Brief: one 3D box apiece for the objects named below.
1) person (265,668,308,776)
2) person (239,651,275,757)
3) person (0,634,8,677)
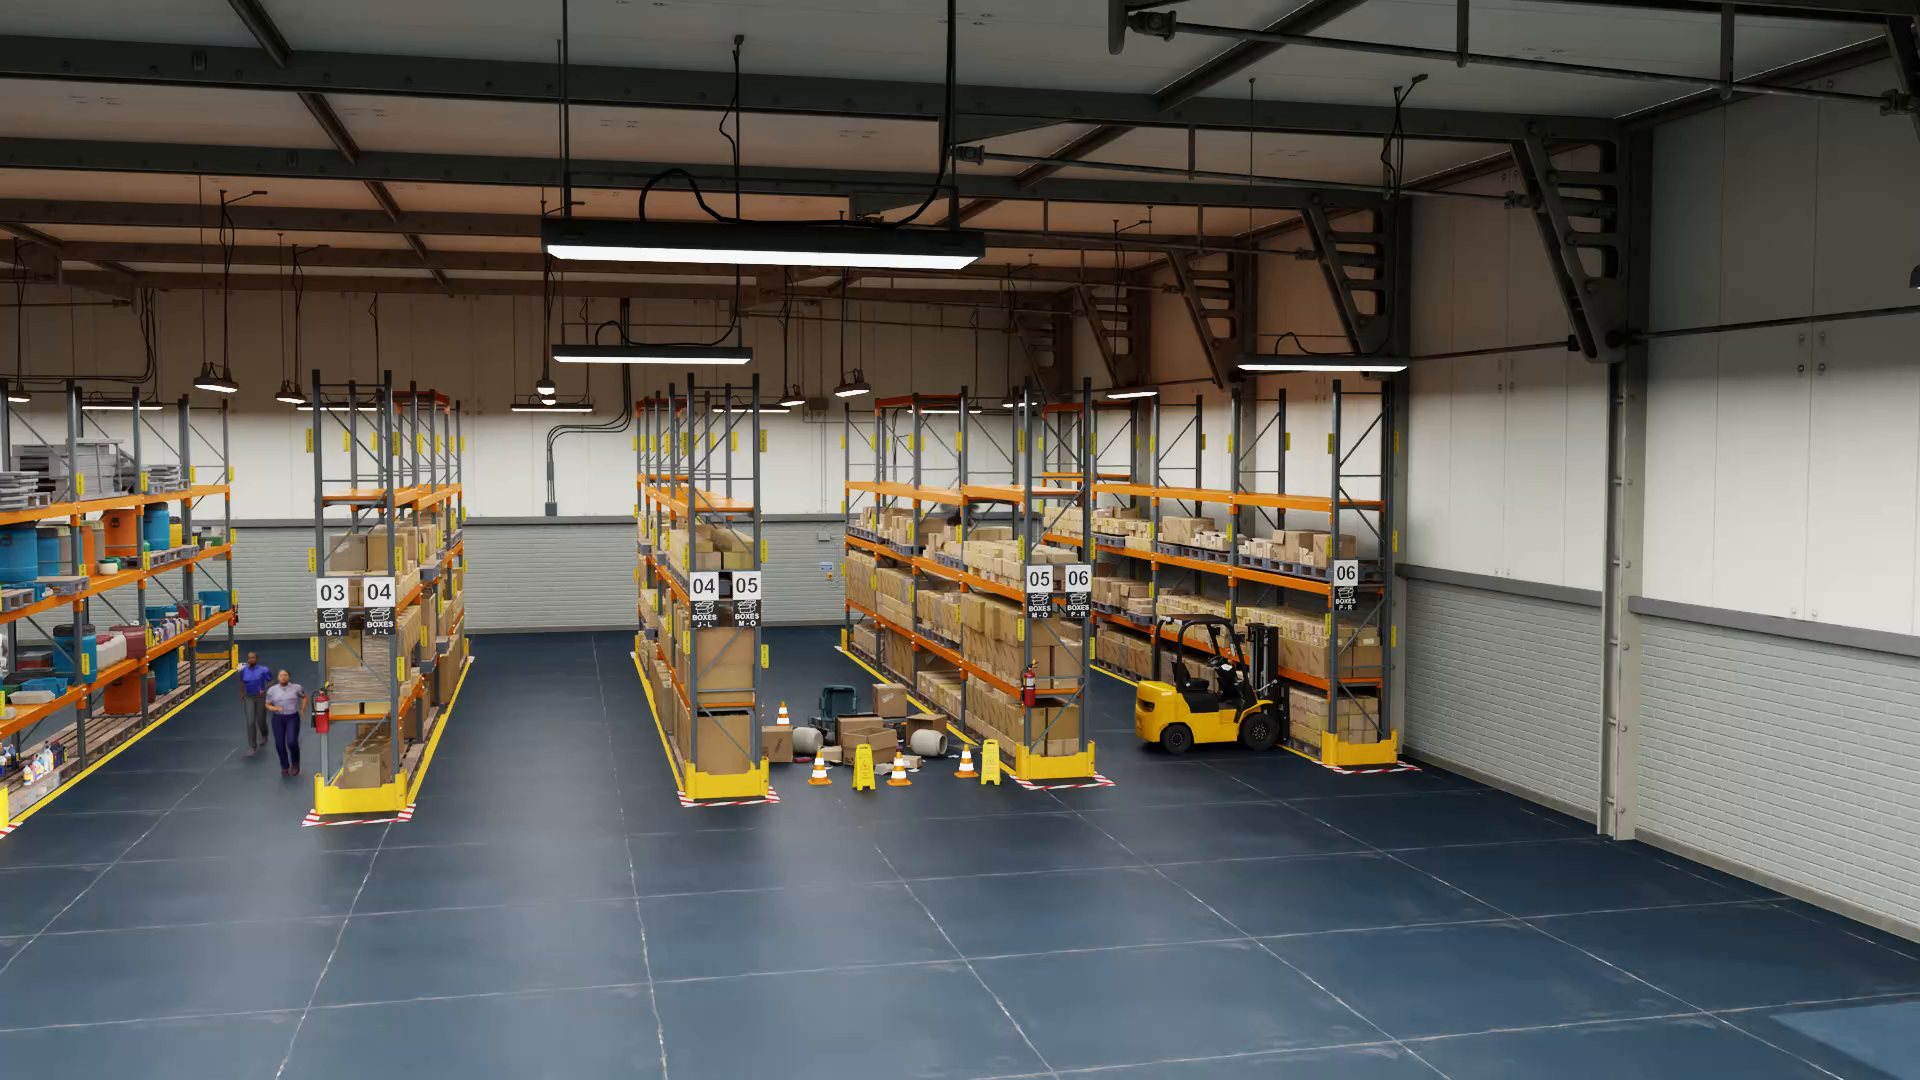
[{"bbox_3d":[-10.117,2.747,24.970,0.579,1.617,0.643,-1,3,-15],"label":"person"},{"bbox_3d":[-11.337,2.612,26.815,0.573,1.641,0.821,-1,3,-11],"label":"person"},{"bbox_3d":[-17.882,2.351,30.671,0.667,1.735,0.592,-1,4,-23],"label":"person"}]
